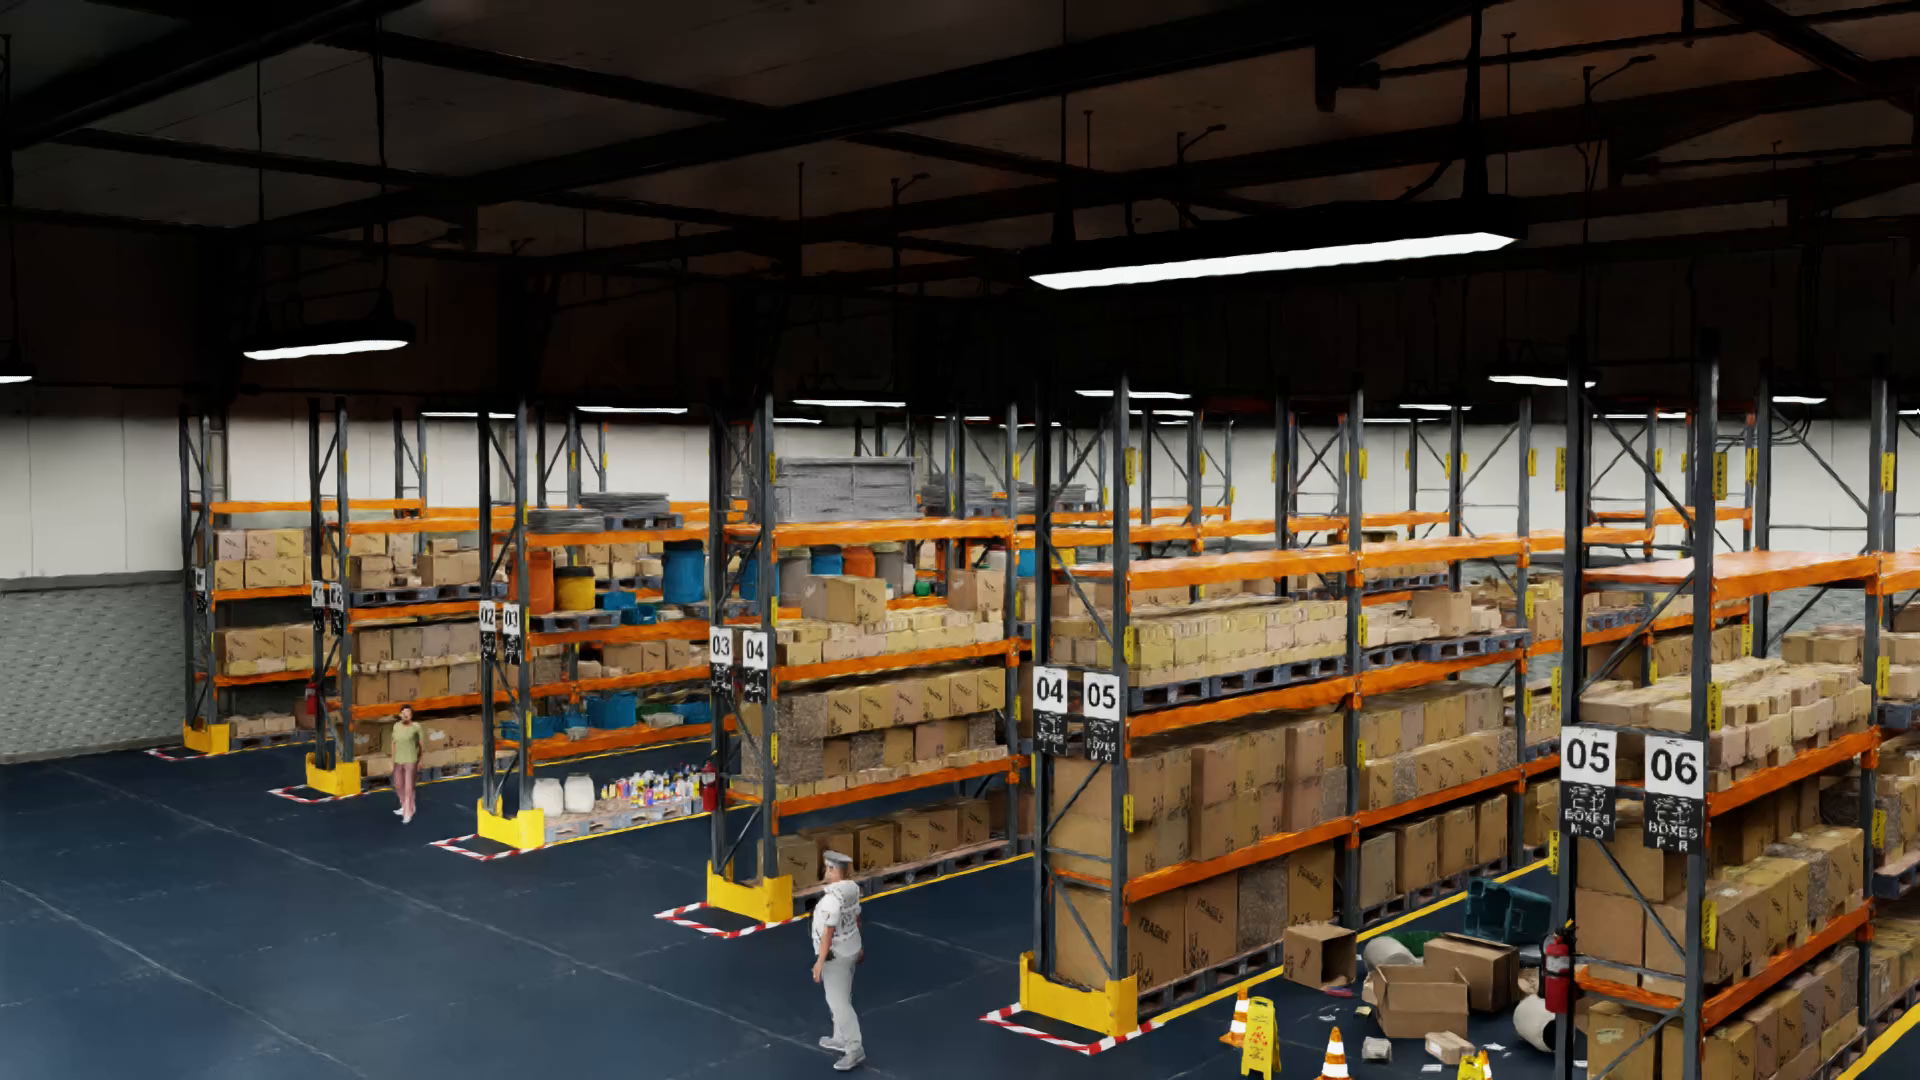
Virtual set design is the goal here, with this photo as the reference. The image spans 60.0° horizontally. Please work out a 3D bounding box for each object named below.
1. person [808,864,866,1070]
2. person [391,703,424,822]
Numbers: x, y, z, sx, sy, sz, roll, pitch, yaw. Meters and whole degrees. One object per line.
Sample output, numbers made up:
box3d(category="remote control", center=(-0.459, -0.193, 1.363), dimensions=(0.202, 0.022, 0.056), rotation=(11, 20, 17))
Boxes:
box3d(category="person", center=(-1.028, 3.563, 14.178), dimensions=(0.528, 1.713, 0.746), rotation=(1, 3, 14))
box3d(category="person", center=(-7.772, 3.107, 23.401), dimensions=(0.502, 1.658, 0.553), rotation=(0, 3, 7))
